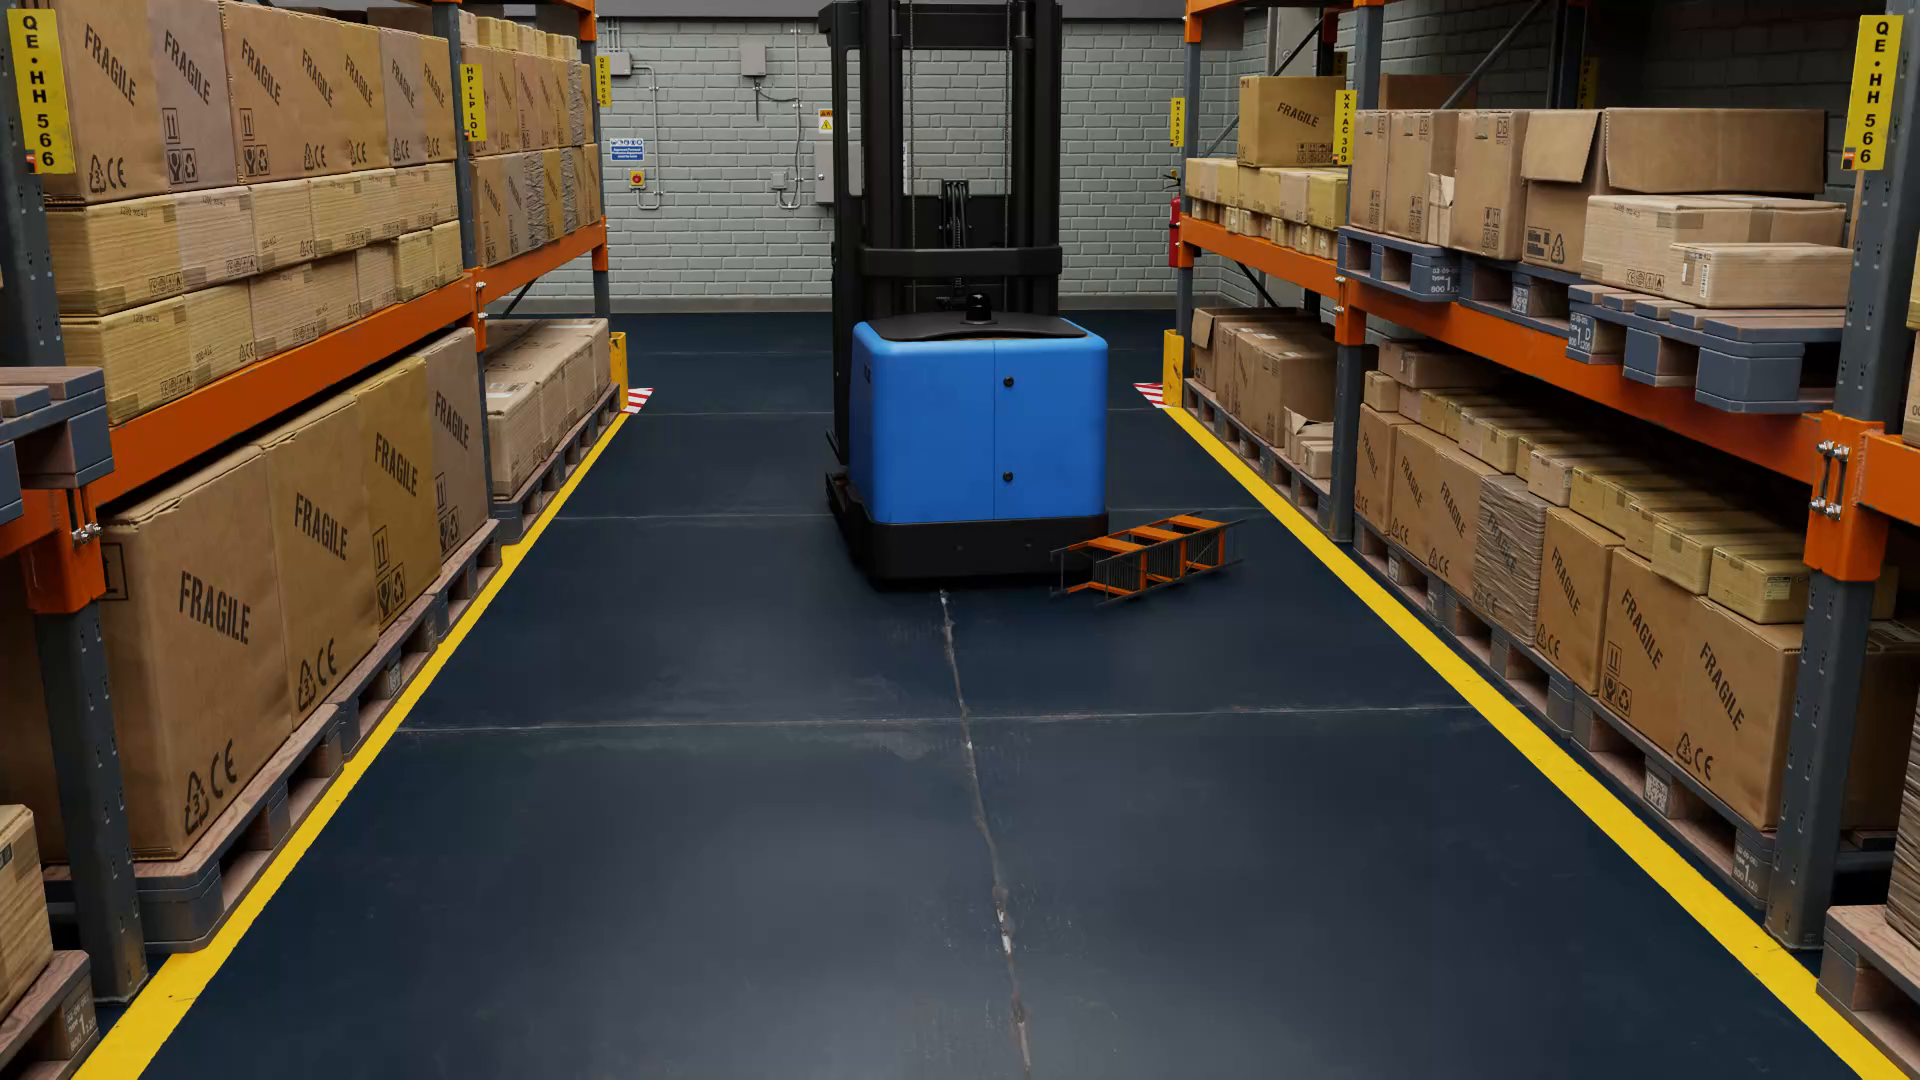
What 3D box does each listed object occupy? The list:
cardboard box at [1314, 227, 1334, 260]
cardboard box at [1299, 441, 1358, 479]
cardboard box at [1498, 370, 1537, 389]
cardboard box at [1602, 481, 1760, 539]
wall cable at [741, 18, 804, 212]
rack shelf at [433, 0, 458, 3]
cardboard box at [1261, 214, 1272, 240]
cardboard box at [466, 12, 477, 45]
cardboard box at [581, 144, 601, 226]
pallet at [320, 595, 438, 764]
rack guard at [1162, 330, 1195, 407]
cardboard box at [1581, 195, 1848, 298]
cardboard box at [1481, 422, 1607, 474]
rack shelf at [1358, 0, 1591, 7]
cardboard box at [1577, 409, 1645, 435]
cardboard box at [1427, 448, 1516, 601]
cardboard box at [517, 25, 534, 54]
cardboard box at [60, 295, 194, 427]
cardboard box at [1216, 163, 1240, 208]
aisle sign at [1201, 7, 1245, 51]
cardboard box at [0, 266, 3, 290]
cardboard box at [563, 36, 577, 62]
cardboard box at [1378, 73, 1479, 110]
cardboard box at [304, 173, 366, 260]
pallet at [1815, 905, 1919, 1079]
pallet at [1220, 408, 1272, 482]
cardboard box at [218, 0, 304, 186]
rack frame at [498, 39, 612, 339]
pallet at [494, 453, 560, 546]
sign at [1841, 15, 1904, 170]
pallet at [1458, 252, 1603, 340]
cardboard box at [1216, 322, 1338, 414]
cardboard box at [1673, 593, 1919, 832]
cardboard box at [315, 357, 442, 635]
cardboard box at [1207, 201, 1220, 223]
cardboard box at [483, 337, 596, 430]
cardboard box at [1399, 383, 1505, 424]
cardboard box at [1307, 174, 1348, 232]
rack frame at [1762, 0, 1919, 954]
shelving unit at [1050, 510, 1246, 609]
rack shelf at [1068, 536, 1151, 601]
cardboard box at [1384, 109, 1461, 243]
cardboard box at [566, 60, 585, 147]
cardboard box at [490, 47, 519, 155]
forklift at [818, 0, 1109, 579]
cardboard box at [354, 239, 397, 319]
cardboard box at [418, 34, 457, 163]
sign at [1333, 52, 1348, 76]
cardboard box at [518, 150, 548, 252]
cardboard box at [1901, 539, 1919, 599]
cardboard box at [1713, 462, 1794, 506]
[{"bbox_3d":[1.973,-1.474,8.238,0.380,0.149,0.250,0,14,-2],"label":"cardboard box"},{"bbox_3d":[1.955,-0.412,8.487,0.380,0.149,0.250,-1,14,-5],"label":"cardboard box"},{"bbox_3d":[2.593,-0.675,7.503,0.380,0.149,0.250,-1,15,-6],"label":"cardboard box"},{"bbox_3d":[2.256,-0.086,5.214,0.380,0.149,0.250,0,14,-2],"label":"cardboard box"},{"bbox_3d":[-1.877,-4.291,16.647,0.588,1.984,0.122,-1,14,-3],"label":"wall cable"},{"bbox_3d":[-2.548,-1.985,5.144,1.077,0.370,4.000,-1,14,-3],"label":"rack shelf"},{"bbox_3d":[1.933,-1.793,9.480,0.380,0.149,0.250,-1,14,-4],"label":"cardboard box"},{"bbox_3d":[-2.464,-2.371,7.711,0.380,0.149,0.250,-1,14,-3],"label":"cardboard box"},{"bbox_3d":[-2.625,-2.305,10.765,0.500,0.500,0.500,-1,14,-3],"label":"cardboard box"},{"bbox_3d":[-2.470,0.468,5.786,1.003,0.211,1.213,-1,14,-3],"label":"pallet"},{"bbox_3d":[2.039,-1.221,11.767,1.175,0.500,0.348,-1,14,-3],"label":"rack guard"},{"bbox_3d":[2.142,-0.849,4.763,0.500,0.250,0.500,-2,15,-6],"label":"cardboard box"},{"bbox_3d":[2.182,-0.345,6.220,0.380,0.149,0.250,0,14,-1],"label":"cardboard box"},{"bbox_3d":[2.406,-2.062,5.446,1.077,0.370,4.000,-1,14,-3],"label":"rack shelf"},{"bbox_3d":[2.644,-0.417,6.499,0.380,0.149,0.250,0,14,-2],"label":"cardboard box"},{"bbox_3d":[2.157,-0.068,6.444,0.500,0.500,0.500,-1,14,-5],"label":"cardboard box"},{"bbox_3d":[-2.508,-2.686,8.938,0.380,0.149,0.250,-1,14,-3],"label":"cardboard box"},{"bbox_3d":[-2.203,-0.436,4.002,0.500,0.250,0.500,-1,14,-4],"label":"cardboard box"},{"bbox_3d":[1.860,-2.153,10.079,0.500,0.250,0.500,-1,14,-4],"label":"cardboard box"},{"bbox_3d":[1.737,-3.722,11.254,0.394,0.787,0.004,-1,14,-3],"label":"aisle sign"},{"bbox_3d":[-2.118,-0.670,2.971,0.500,0.500,0.500,-1,14,-5],"label":"cardboard box"},{"bbox_3d":[-2.558,-3.008,10.187,0.380,0.149,0.250,-1,14,-4],"label":"cardboard box"},{"bbox_3d":[2.456,-2.264,9.007,0.500,0.500,0.500,-1,14,-5],"label":"cardboard box"},{"bbox_3d":[-2.276,-1.061,5.429,0.500,0.250,0.500,-1,14,-2],"label":"cardboard box"},{"bbox_3d":[2.542,1.095,3.346,1.003,0.211,1.213,-1,14,-3],"label":"pallet"},{"bbox_3d":[2.162,-0.580,9.857,1.003,0.211,1.213,-1,14,-3],"label":"pallet"},{"bbox_3d":[-2.267,-1.294,4.830,0.500,0.500,0.500,0,14,-2],"label":"cardboard box"},{"bbox_3d":[-2.919,-2.373,11.228,1.000,3.000,0.127,-1,14,-3],"label":"rack frame"},{"bbox_3d":[-2.641,-0.218,8.449,1.003,0.211,1.213,-1,14,-3],"label":"pallet"},{"bbox_3d":[1.989,-0.972,3.621,0.100,0.325,0.005,-1,14,-3],"label":"sign"},{"bbox_3d":[2.405,-0.851,5.700,1.003,0.211,1.213,-1,14,-3],"label":"pallet"},{"bbox_3d":[1.992,-1.076,10.363,0.700,0.500,0.500,0,14,-1],"label":"cardboard box"},{"bbox_3d":[2.289,0.445,4.452,0.500,0.500,0.500,0,14,-2],"label":"cardboard box"},{"bbox_3d":[-2.490,-0.175,6.107,0.875,0.875,0.875,0,14,-2],"label":"cardboard box"},{"bbox_3d":[1.843,-2.180,10.984,0.380,0.149,0.250,-1,14,-2],"label":"cardboard box"},{"bbox_3d":[-2.714,-0.945,9.979,0.875,0.438,0.875,0,14,-2],"label":"cardboard box"},{"bbox_3d":[2.133,-0.601,7.216,0.380,0.149,0.250,-1,14,-5],"label":"cardboard box"},{"bbox_3d":[2.007,-1.650,8.122,0.500,0.250,0.500,-1,14,-2],"label":"cardboard box"},{"bbox_3d":[2.530,-0.461,3.797,1.000,3.000,0.127,-1,14,-3],"label":"rack frame"},{"bbox_3d":[0.833,0.073,7.251,0.252,0.215,1.050,14,20,42],"label":"shelving unit"},{"bbox_3d":[0.632,0.124,7.051,0.240,0.215,0.259,14,20,42],"label":"rack shelf"},{"bbox_3d":[2.121,-1.455,6.617,0.700,0.500,0.500,-1,14,-3],"label":"cardboard box"},{"bbox_3d":[-2.590,-2.660,10.136,0.500,0.500,0.500,-1,14,-3],"label":"cardboard box"},{"bbox_3d":[-2.484,-2.158,8.188,0.500,0.500,0.500,-1,14,-4],"label":"cardboard box"},{"bbox_3d":[-0.104,-1.573,8.259,1.130,2.935,3.031,-2,15,-9],"label":"forklift"},{"bbox_3d":[-2.350,-0.945,5.981,0.500,0.250,0.500,-1,14,-5],"label":"cardboard box"},{"bbox_3d":[-2.393,-1.803,6.808,0.500,0.500,0.500,0,14,-2],"label":"cardboard box"},{"bbox_3d":[2.590,-3.168,11.360,0.100,0.325,0.005,-1,14,-3],"label":"sign"},{"bbox_3d":[-2.491,-1.796,8.786,0.500,0.500,0.500,-1,14,-3],"label":"cardboard box"},{"bbox_3d":[2.809,0.098,4.498,0.380,0.149,0.250,0,14,-1],"label":"cardboard box"},{"bbox_3d":[2.735,-0.162,5.510,0.380,0.149,0.250,-1,14,-5],"label":"cardboard box"}]
